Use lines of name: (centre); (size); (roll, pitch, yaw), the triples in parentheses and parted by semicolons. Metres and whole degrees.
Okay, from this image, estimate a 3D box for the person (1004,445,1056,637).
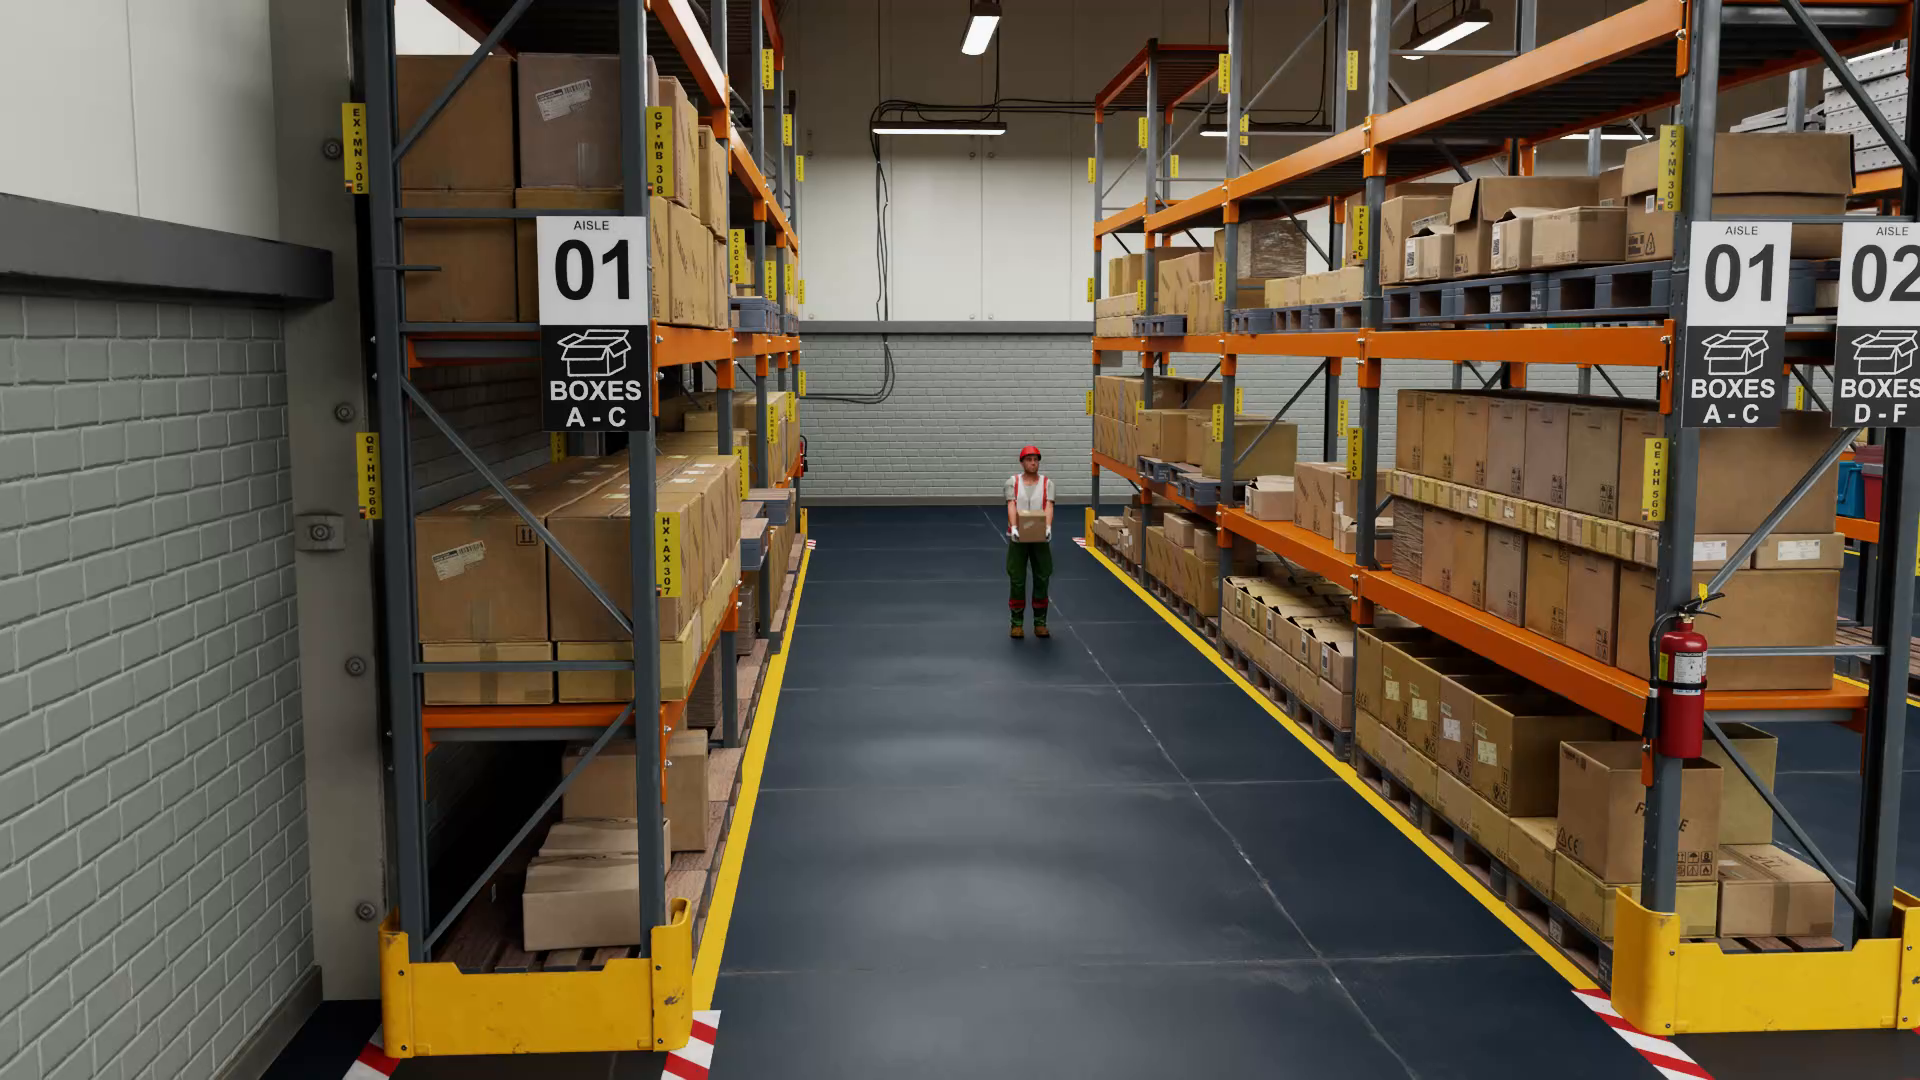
person: (0.661, 0.018, 15.512); (0.494, 1.782, 0.573); (0, 7, -4)
